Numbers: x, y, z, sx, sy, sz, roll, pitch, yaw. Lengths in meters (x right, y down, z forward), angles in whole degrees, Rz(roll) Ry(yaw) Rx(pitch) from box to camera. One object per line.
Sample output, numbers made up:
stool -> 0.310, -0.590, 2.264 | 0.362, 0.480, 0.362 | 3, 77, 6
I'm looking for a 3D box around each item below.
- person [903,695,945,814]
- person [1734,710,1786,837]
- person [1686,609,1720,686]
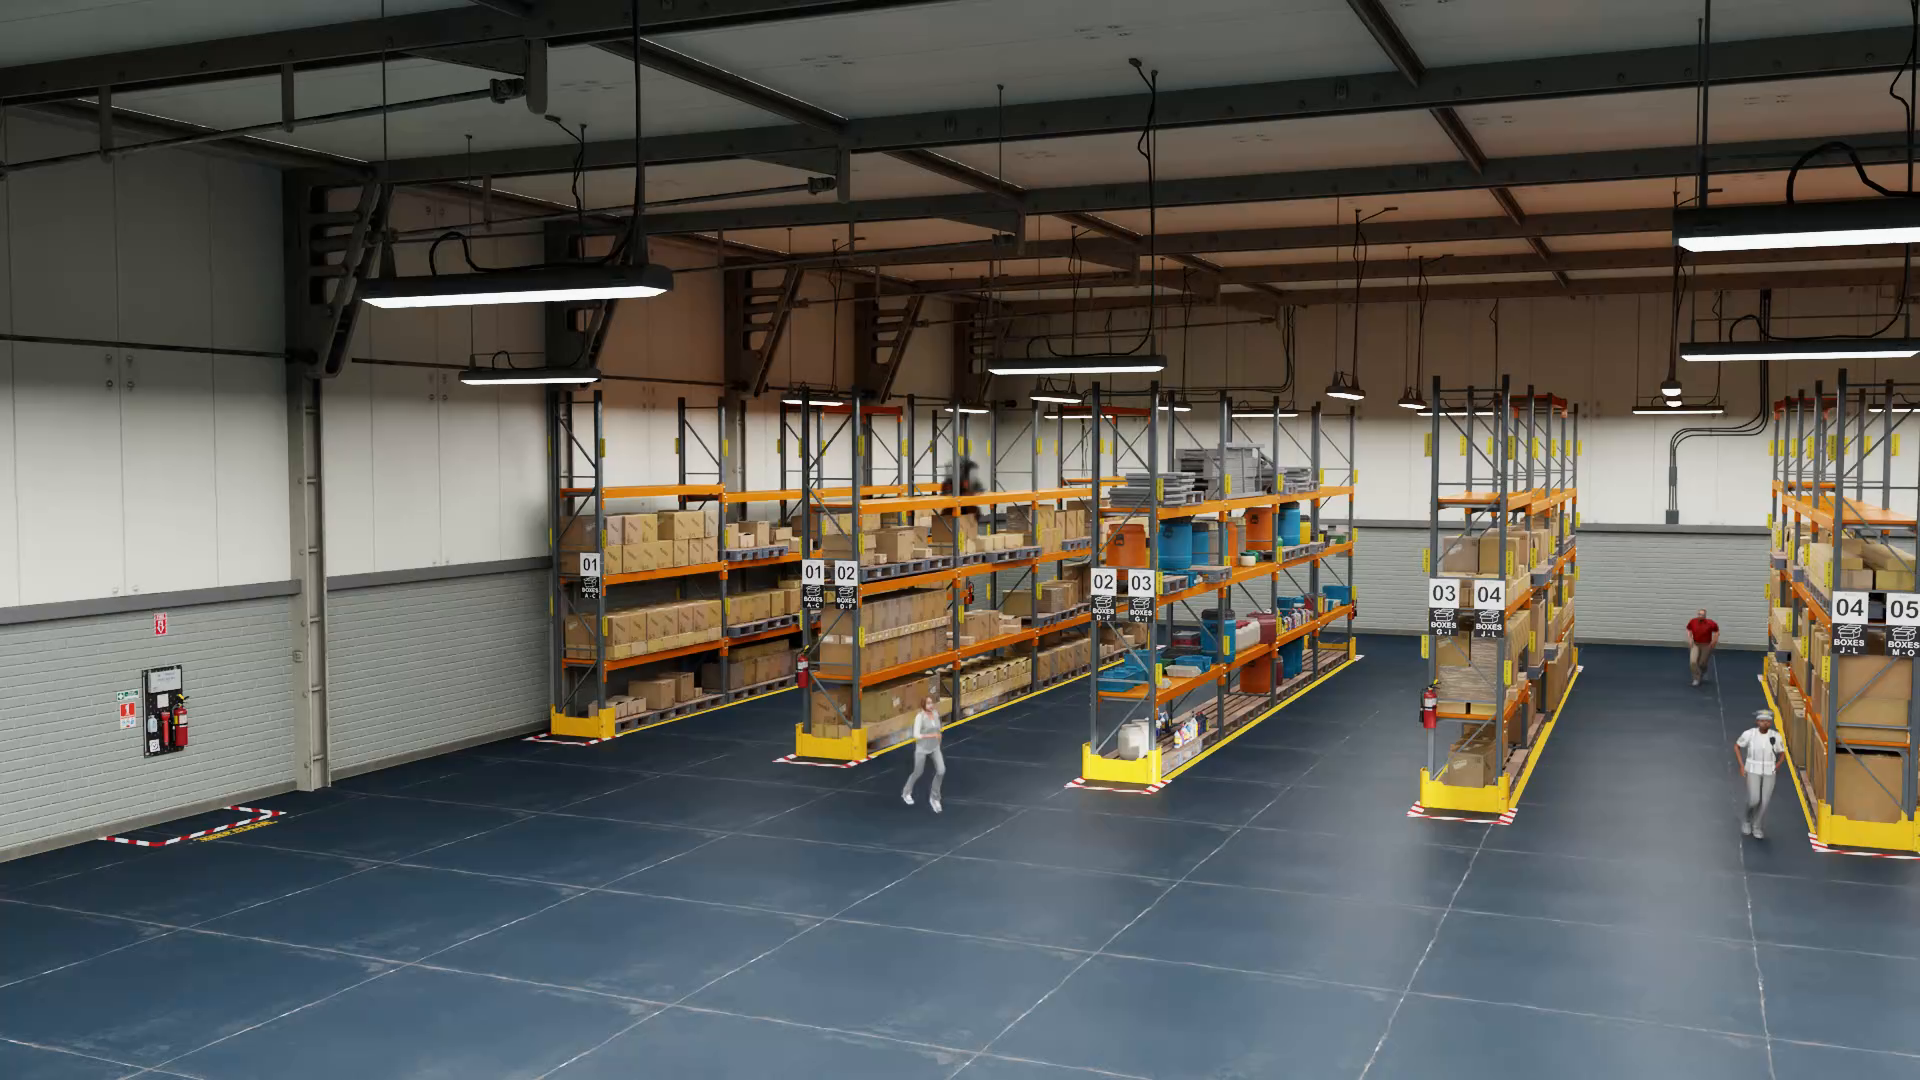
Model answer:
person -> -0.458, 2.936, 22.957 | 0.546, 1.625, 0.836 | -2, 4, -33
person -> 10.265, 2.991, 21.292 | 0.584, 1.663, 0.587 | 1, 3, 14
person -> 15.754, 2.255, 35.244 | 0.659, 1.647, 0.814 | 2, 4, 35
